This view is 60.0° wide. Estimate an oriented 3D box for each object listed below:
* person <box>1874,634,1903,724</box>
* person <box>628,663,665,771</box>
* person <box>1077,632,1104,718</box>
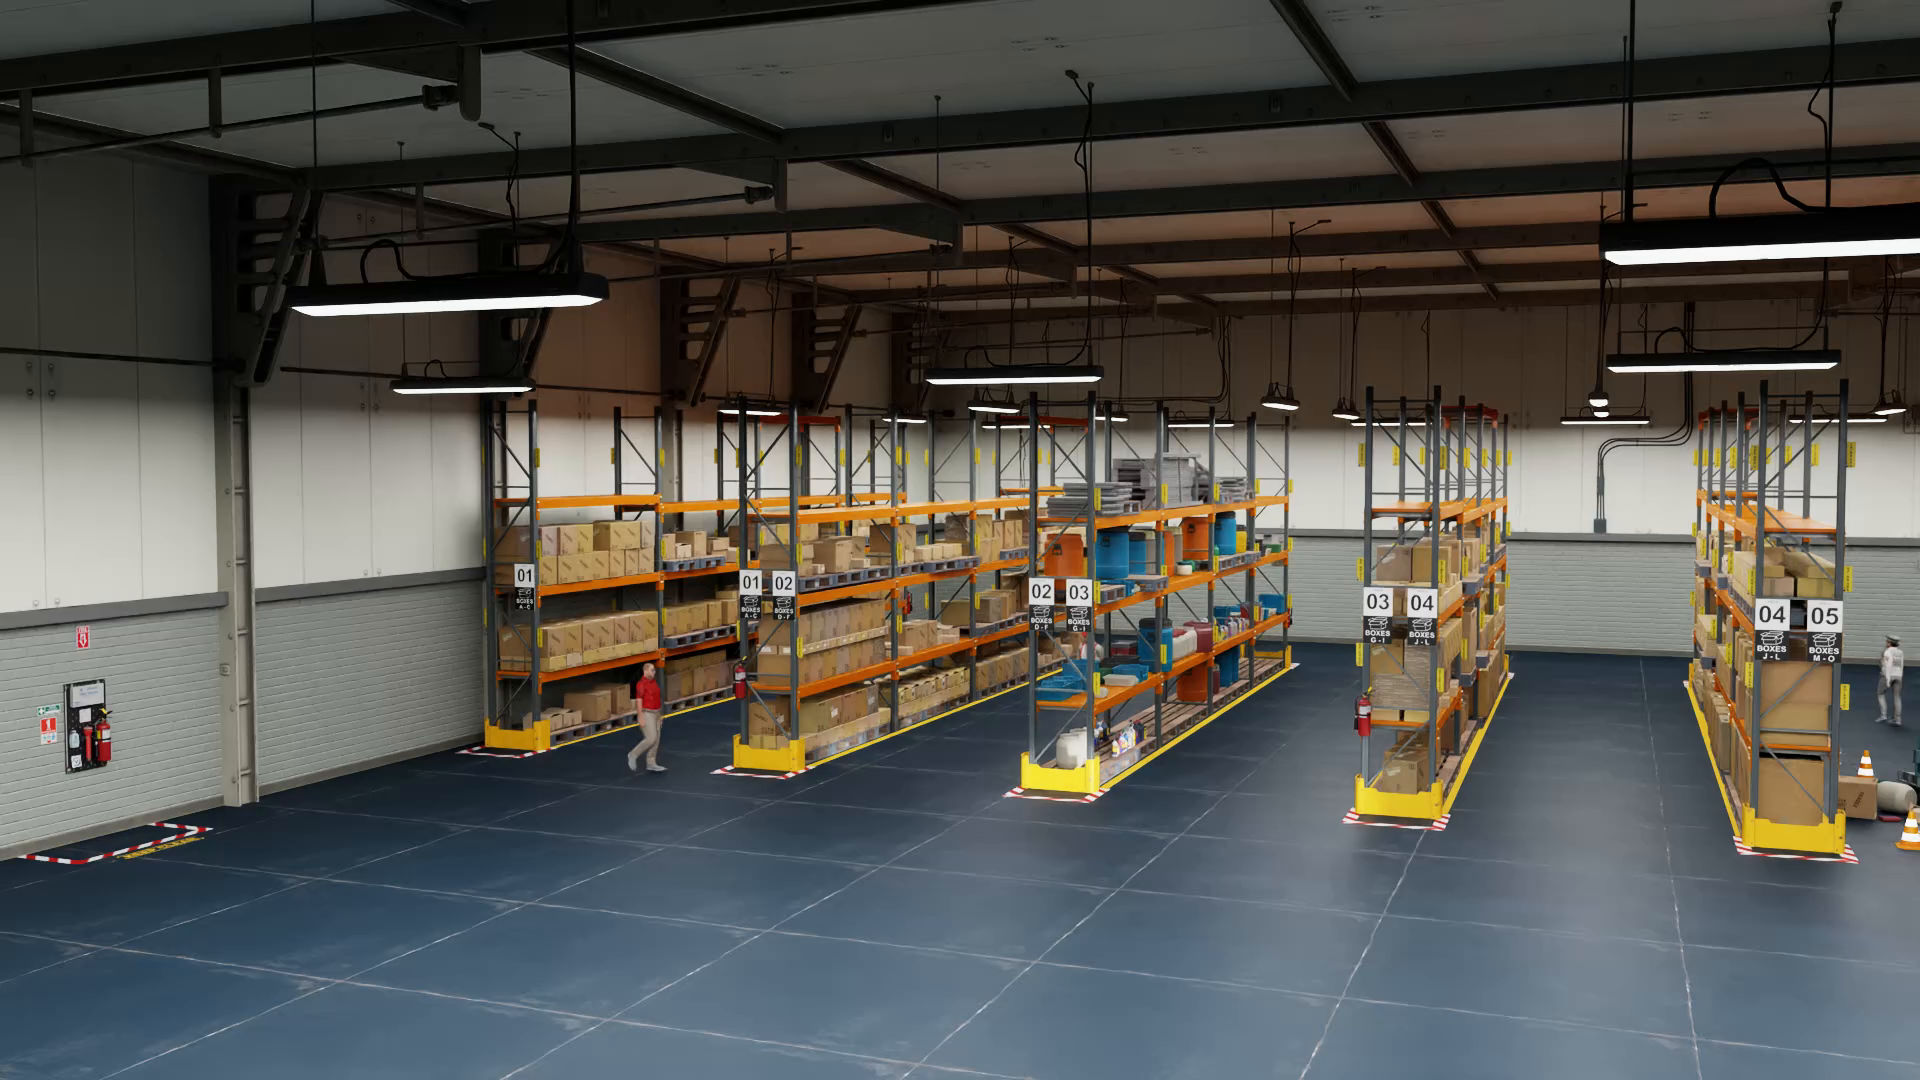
[{"bbox_3d":[17.555,2.639,31.259,0.473,1.708,0.530,0,3,2],"label":"person"},{"bbox_3d":[-4.978,2.860,26.455,0.556,1.629,0.556,1,3,17],"label":"person"},{"bbox_3d":[2.393,2.565,31.321,0.601,1.790,0.655,2,4,38],"label":"person"}]
